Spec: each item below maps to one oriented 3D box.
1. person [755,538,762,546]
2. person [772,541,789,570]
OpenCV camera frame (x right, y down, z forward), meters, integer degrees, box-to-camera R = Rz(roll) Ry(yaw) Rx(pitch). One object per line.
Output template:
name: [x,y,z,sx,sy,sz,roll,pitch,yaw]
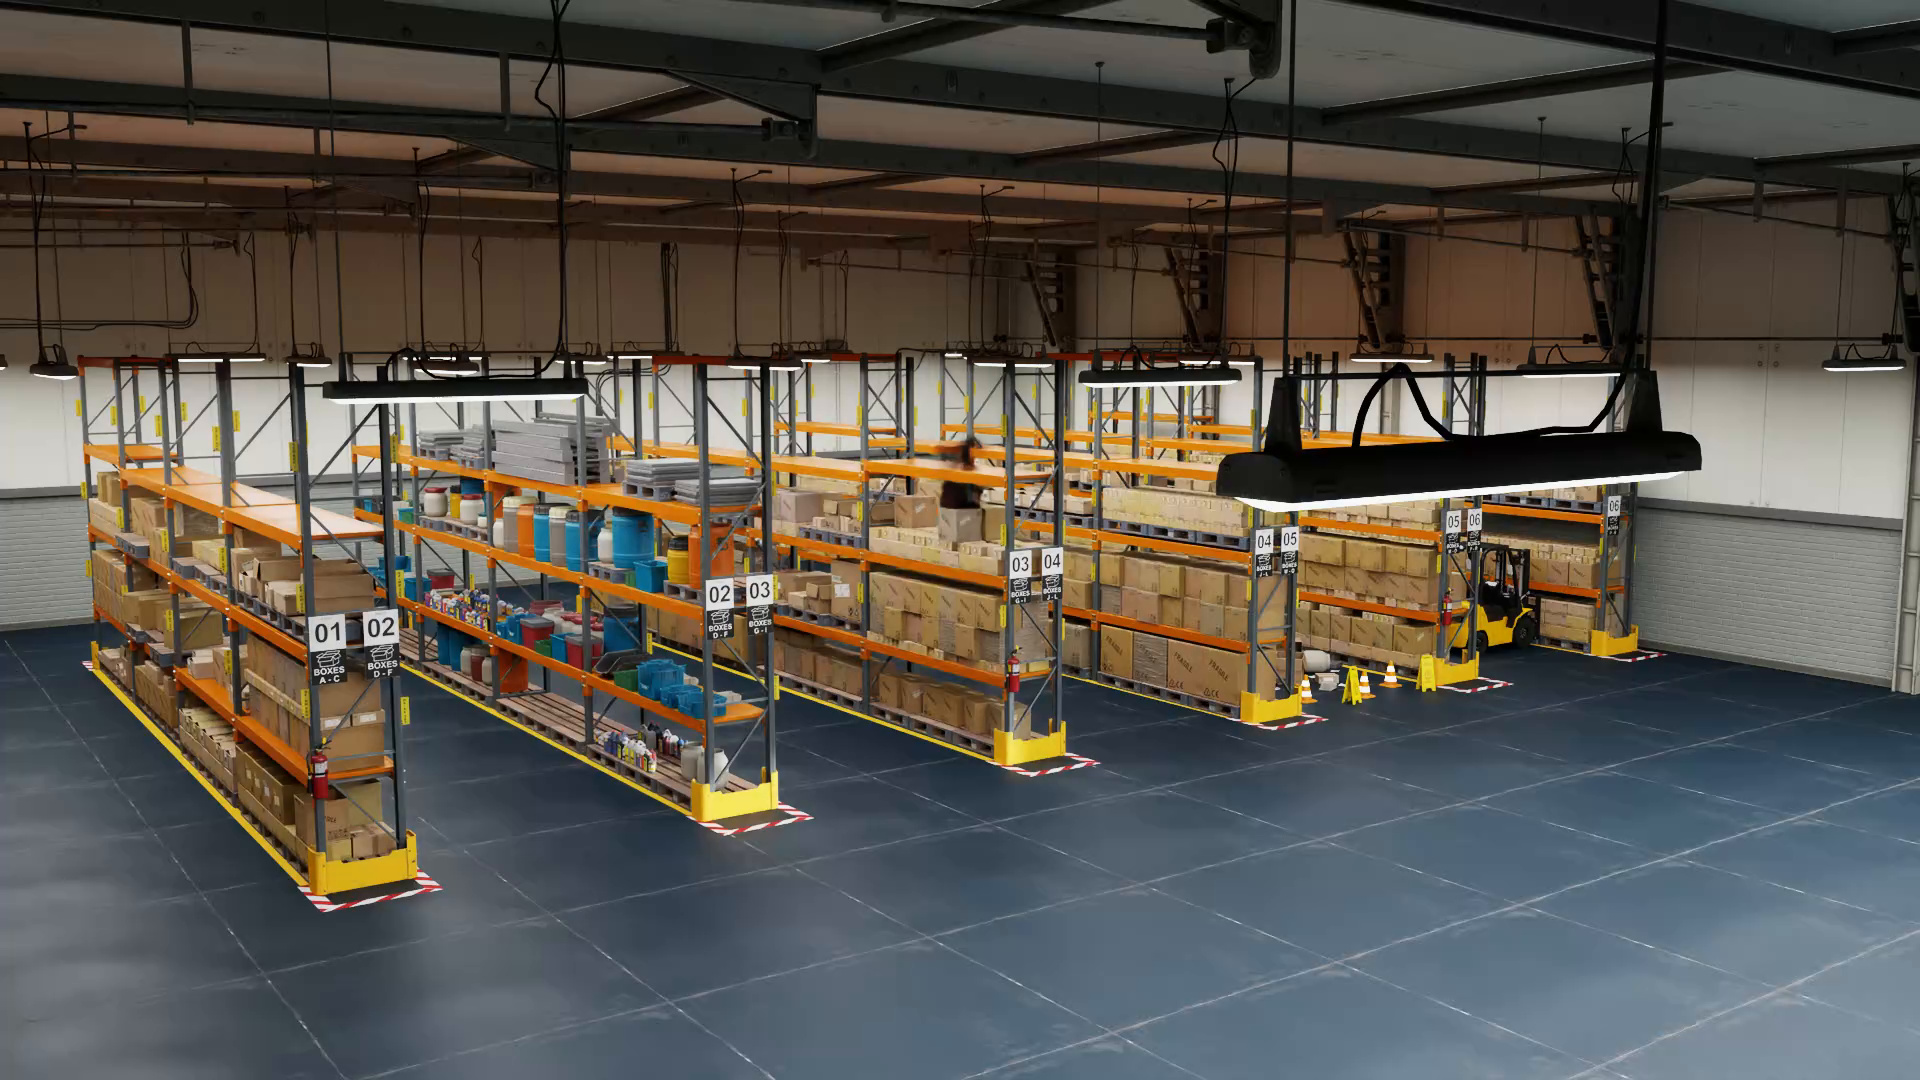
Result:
person: [-5.121,0.460,41.600,0.721,1.714,0.766,-3,7,-22]
person: [-4.436,0.391,41.758,0.737,1.829,0.693,-5,9,-37]
